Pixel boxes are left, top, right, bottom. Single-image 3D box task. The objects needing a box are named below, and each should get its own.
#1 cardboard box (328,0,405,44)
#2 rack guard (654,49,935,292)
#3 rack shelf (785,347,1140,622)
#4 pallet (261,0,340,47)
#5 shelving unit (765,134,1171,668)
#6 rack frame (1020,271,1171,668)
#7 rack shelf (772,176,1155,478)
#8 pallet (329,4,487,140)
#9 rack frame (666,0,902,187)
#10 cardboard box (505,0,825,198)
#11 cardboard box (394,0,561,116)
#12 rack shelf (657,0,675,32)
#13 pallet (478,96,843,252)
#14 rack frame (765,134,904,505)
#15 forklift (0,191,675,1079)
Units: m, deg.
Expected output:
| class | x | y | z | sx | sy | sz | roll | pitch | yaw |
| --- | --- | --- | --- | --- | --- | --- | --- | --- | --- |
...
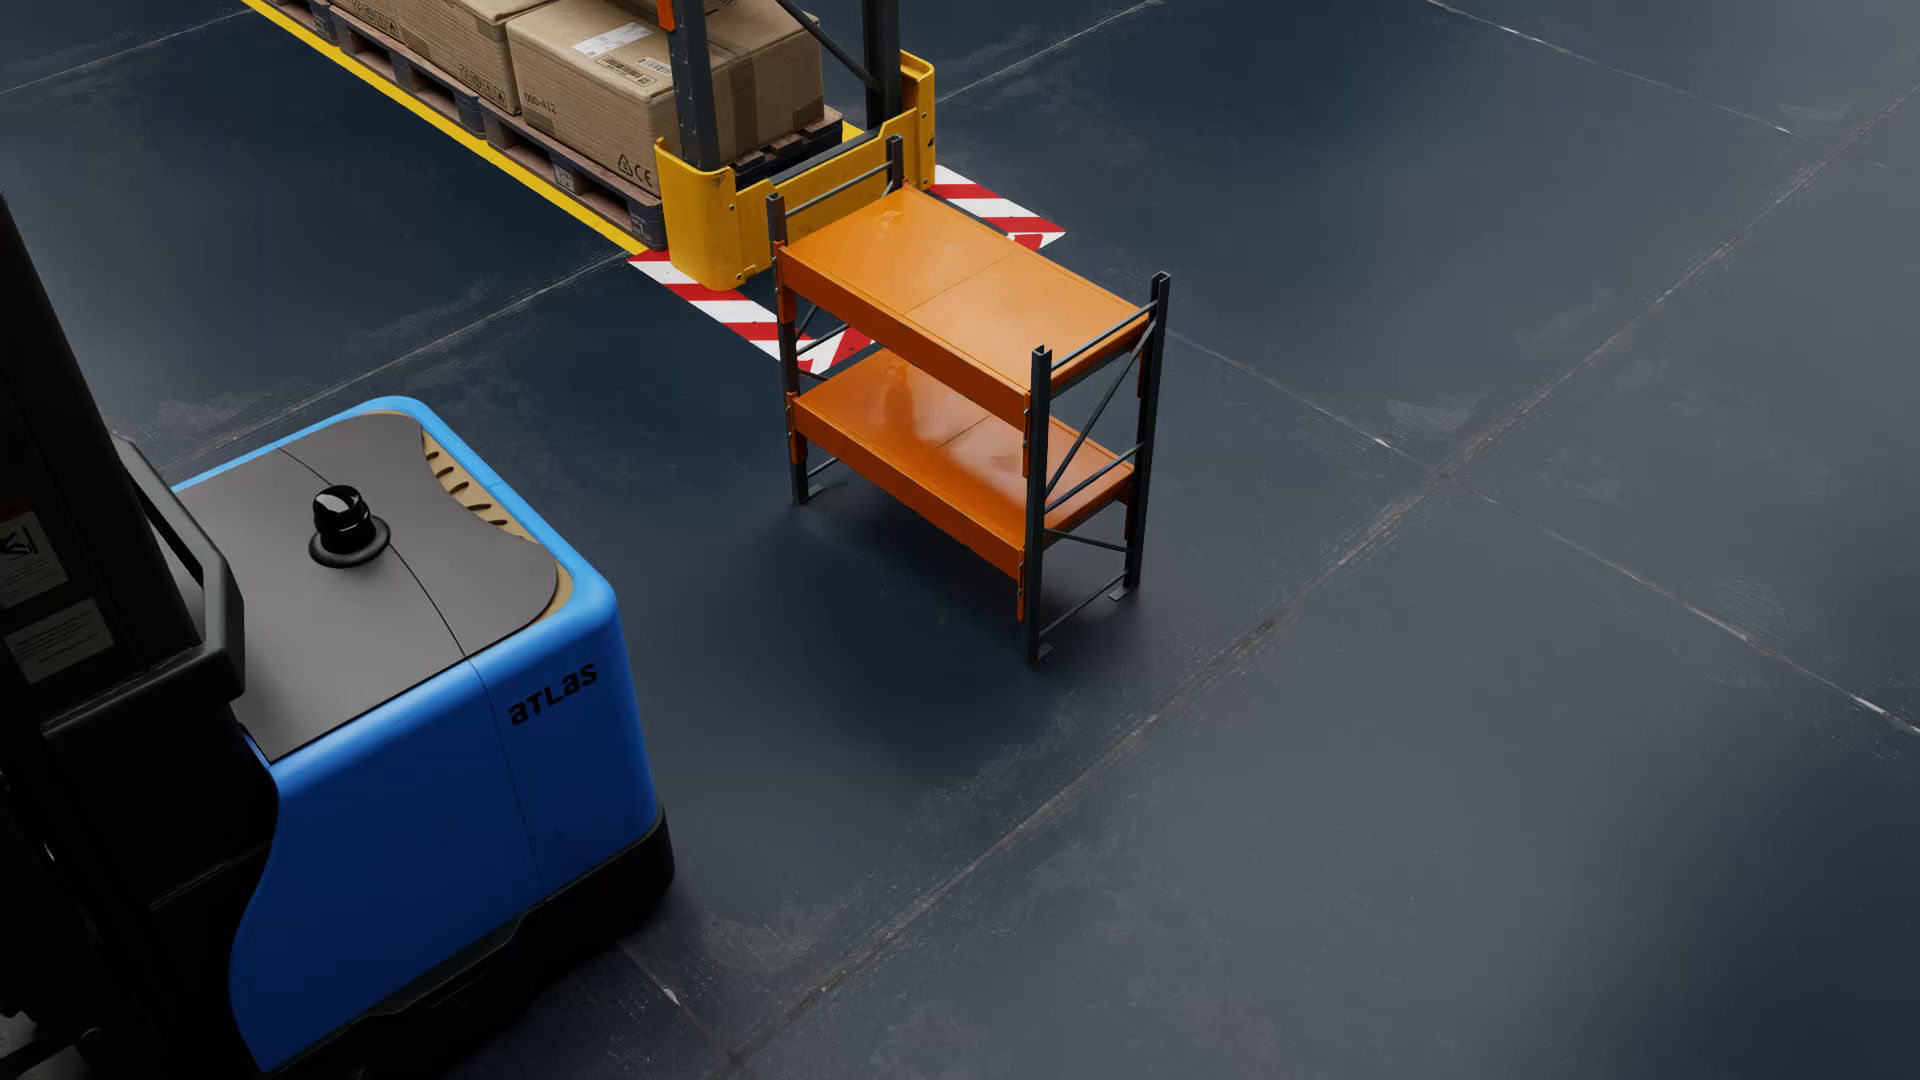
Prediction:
| class | x | y | z | sx | sy | sz | roll | pitch | yaw |
| --- | --- | --- | --- | --- | --- | --- | --- | --- | --- |
| cardboard box | -2.451 | -2.744 | 7.588 | 0.875 | 0.438 | 0.875 | 33 | 52 | 30 |
| rack guard | -0.610 | -1.462 | 6.464 | 1.175 | 0.500 | 0.348 | -34 | 53 | -31 |
| rack shelf | 0.005 | -0.230 | 5.031 | 0.538 | 0.278 | 1.000 | -34 | 53 | -31 |
| pallet | -2.970 | -2.887 | 8.219 | 1.003 | 0.211 | 1.213 | -34 | 53 | -31 |
| shelving unit | 0.005 | -0.410 | 4.865 | 0.538 | 1.125 | 1.048 | -34 | 53 | -31 |
| rack frame | 0.364 | -0.166 | 4.600 | 0.500 | 1.125 | 0.032 | -34 | 53 | -31 |
| rack shelf | 0.005 | -0.625 | 4.666 | 0.538 | 0.278 | 1.000 | -34 | 53 | -31 |
| pallet | -2.104 | -2.301 | 7.584 | 1.003 | 0.211 | 1.213 | -34 | 53 | -31 |
| rack frame | -0.626 | -2.392 | 5.628 | 1.000 | 3.000 | 0.127 | -34 | 53 | -31 |
| cardboard box | -1.163 | -1.874 | 6.647 | 0.875 | 0.438 | 0.875 | 32 | 52 | 30 |
| cardboard box | -1.816 | -2.310 | 7.118 | 0.875 | 0.438 | 0.875 | -33 | 52 | -30 |
| rack shelf | -2.039 | -3.089 | 6.912 | 1.077 | 0.370 | 4.000 | -34 | 53 | -31 |
| pallet | -1.247 | -1.714 | 6.950 | 1.003 | 0.211 | 1.213 | -34 | 53 | -31 |
| rack frame | -0.354 | -0.654 | 5.129 | 0.500 | 1.125 | 0.032 | -34 | 53 | -31 |
| forklift | -2.168 | 0.237 | 2.834 | 3.031 | 2.935 | 1.130 | -31 | 51 | -29 |
